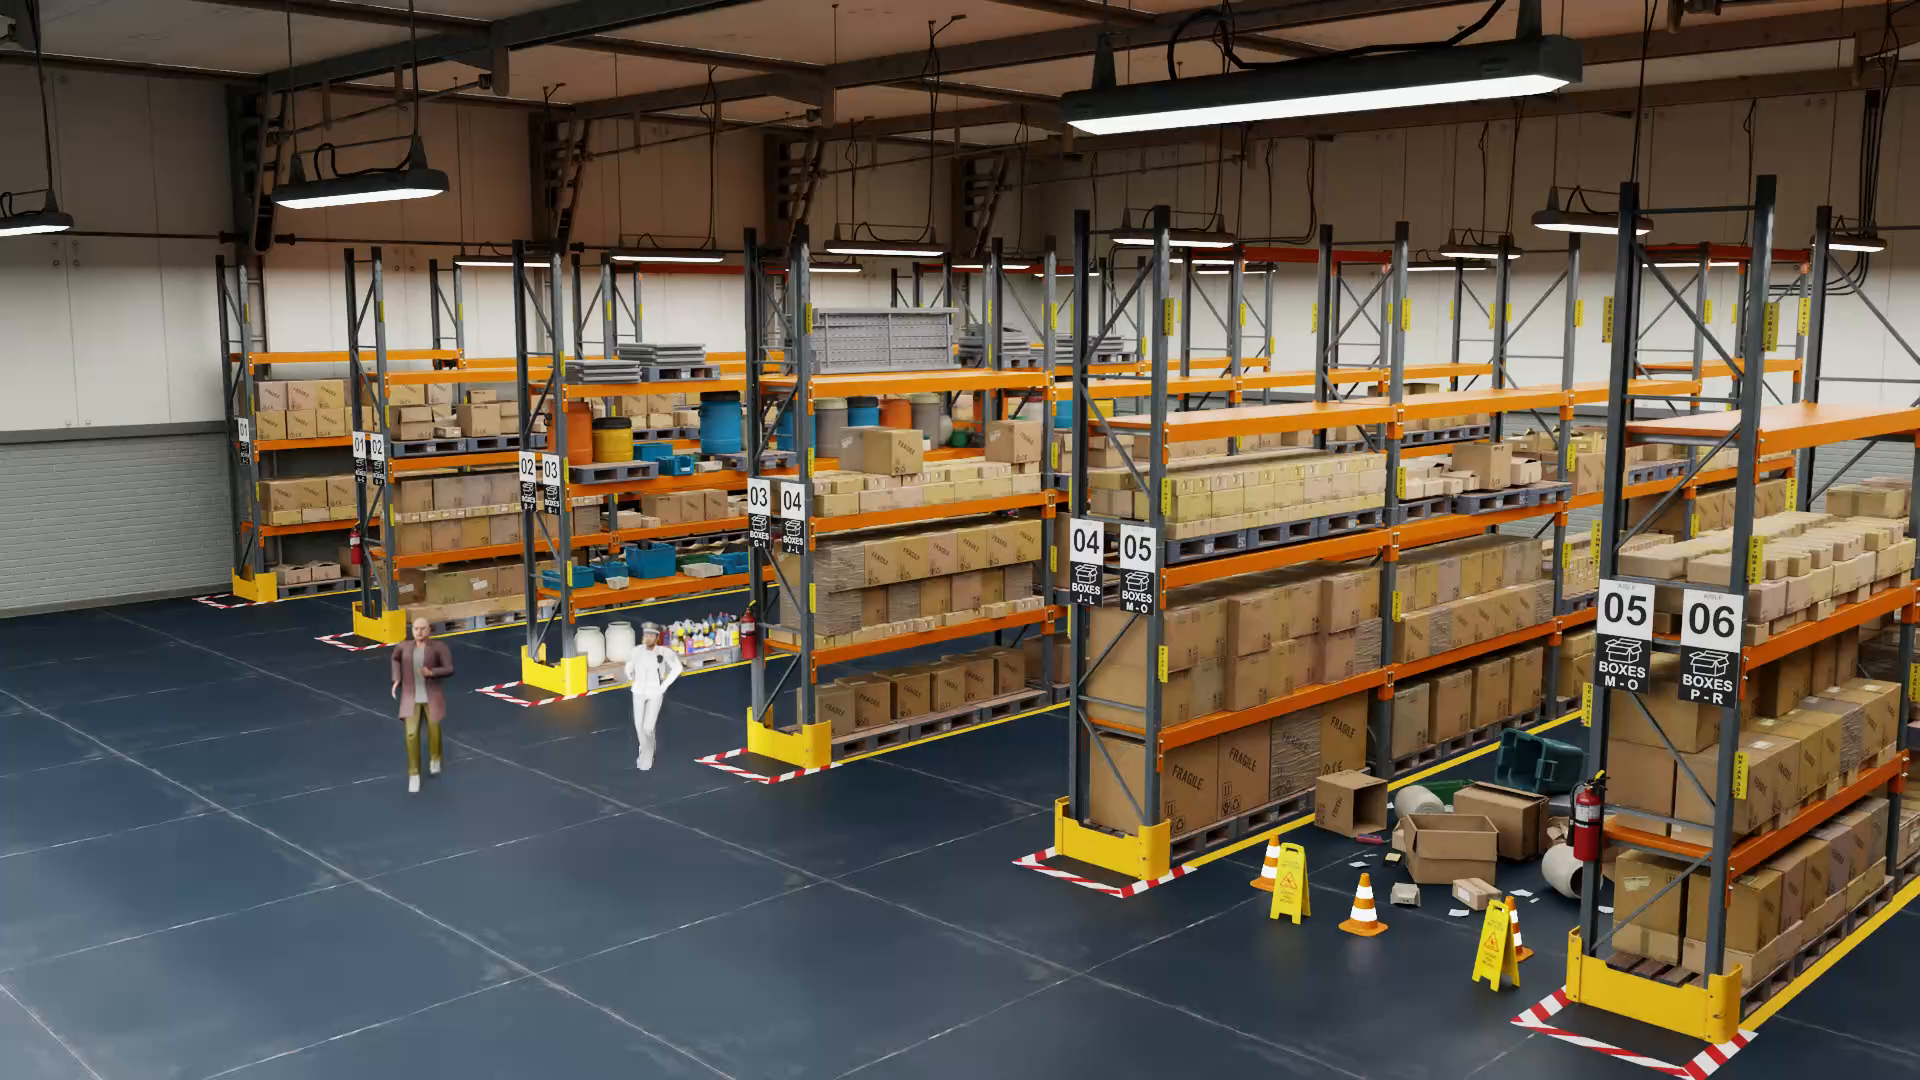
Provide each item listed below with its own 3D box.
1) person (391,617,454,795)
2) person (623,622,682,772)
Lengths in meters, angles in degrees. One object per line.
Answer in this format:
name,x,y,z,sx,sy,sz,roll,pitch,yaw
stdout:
person,-5.802,1.741,17.975,0.675,1.836,0.898,-2,8,-13
person,-3.437,1.743,18.465,0.617,1.709,0.666,1,8,10
